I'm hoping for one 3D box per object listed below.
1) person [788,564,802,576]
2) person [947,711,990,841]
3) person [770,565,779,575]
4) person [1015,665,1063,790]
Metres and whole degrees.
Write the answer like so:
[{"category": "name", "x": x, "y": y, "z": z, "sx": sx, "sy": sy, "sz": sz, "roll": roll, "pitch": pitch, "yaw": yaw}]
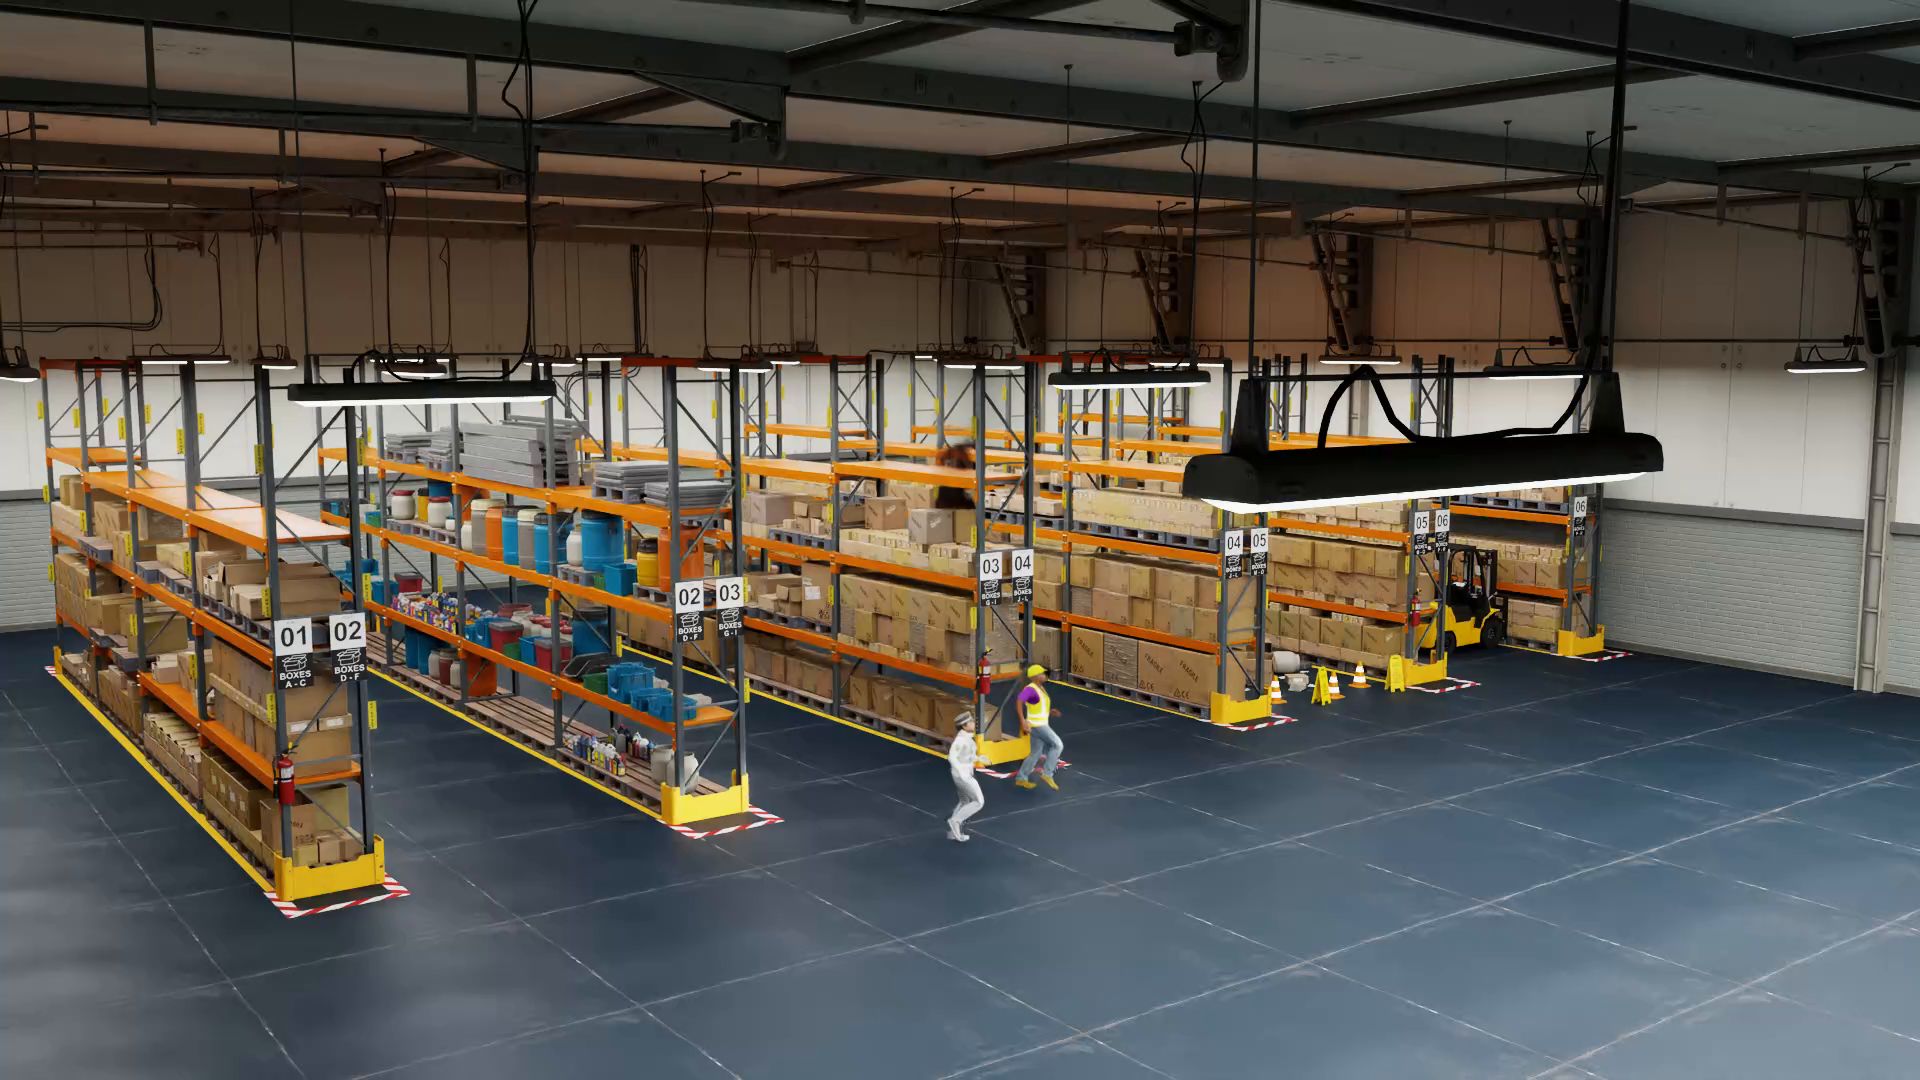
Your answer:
[{"category": "person", "x": -4.157, "y": 0.451, "z": 41.867, "sx": 0.593, "sy": 1.720, "sz": 0.735, "roll": 3, "pitch": 7, "yaw": 20}, {"category": "person", "x": 0.107, "y": 2.980, "z": 21.083, "sx": 0.549, "sy": 1.666, "sz": 0.598, "roll": 0, "pitch": 7, "yaw": -2}, {"category": "person", "x": -3.815, "y": 1.362, "z": 34.316, "sx": 0.627, "sy": 1.717, "sz": 0.650, "roll": 6, "pitch": 9, "yaw": 43}, {"category": "person", "x": 1.125, "y": 2.633, "z": 23.574, "sx": 0.686, "sy": 1.719, "sz": 0.713, "roll": 1, "pitch": 7, "yaw": 4}]
